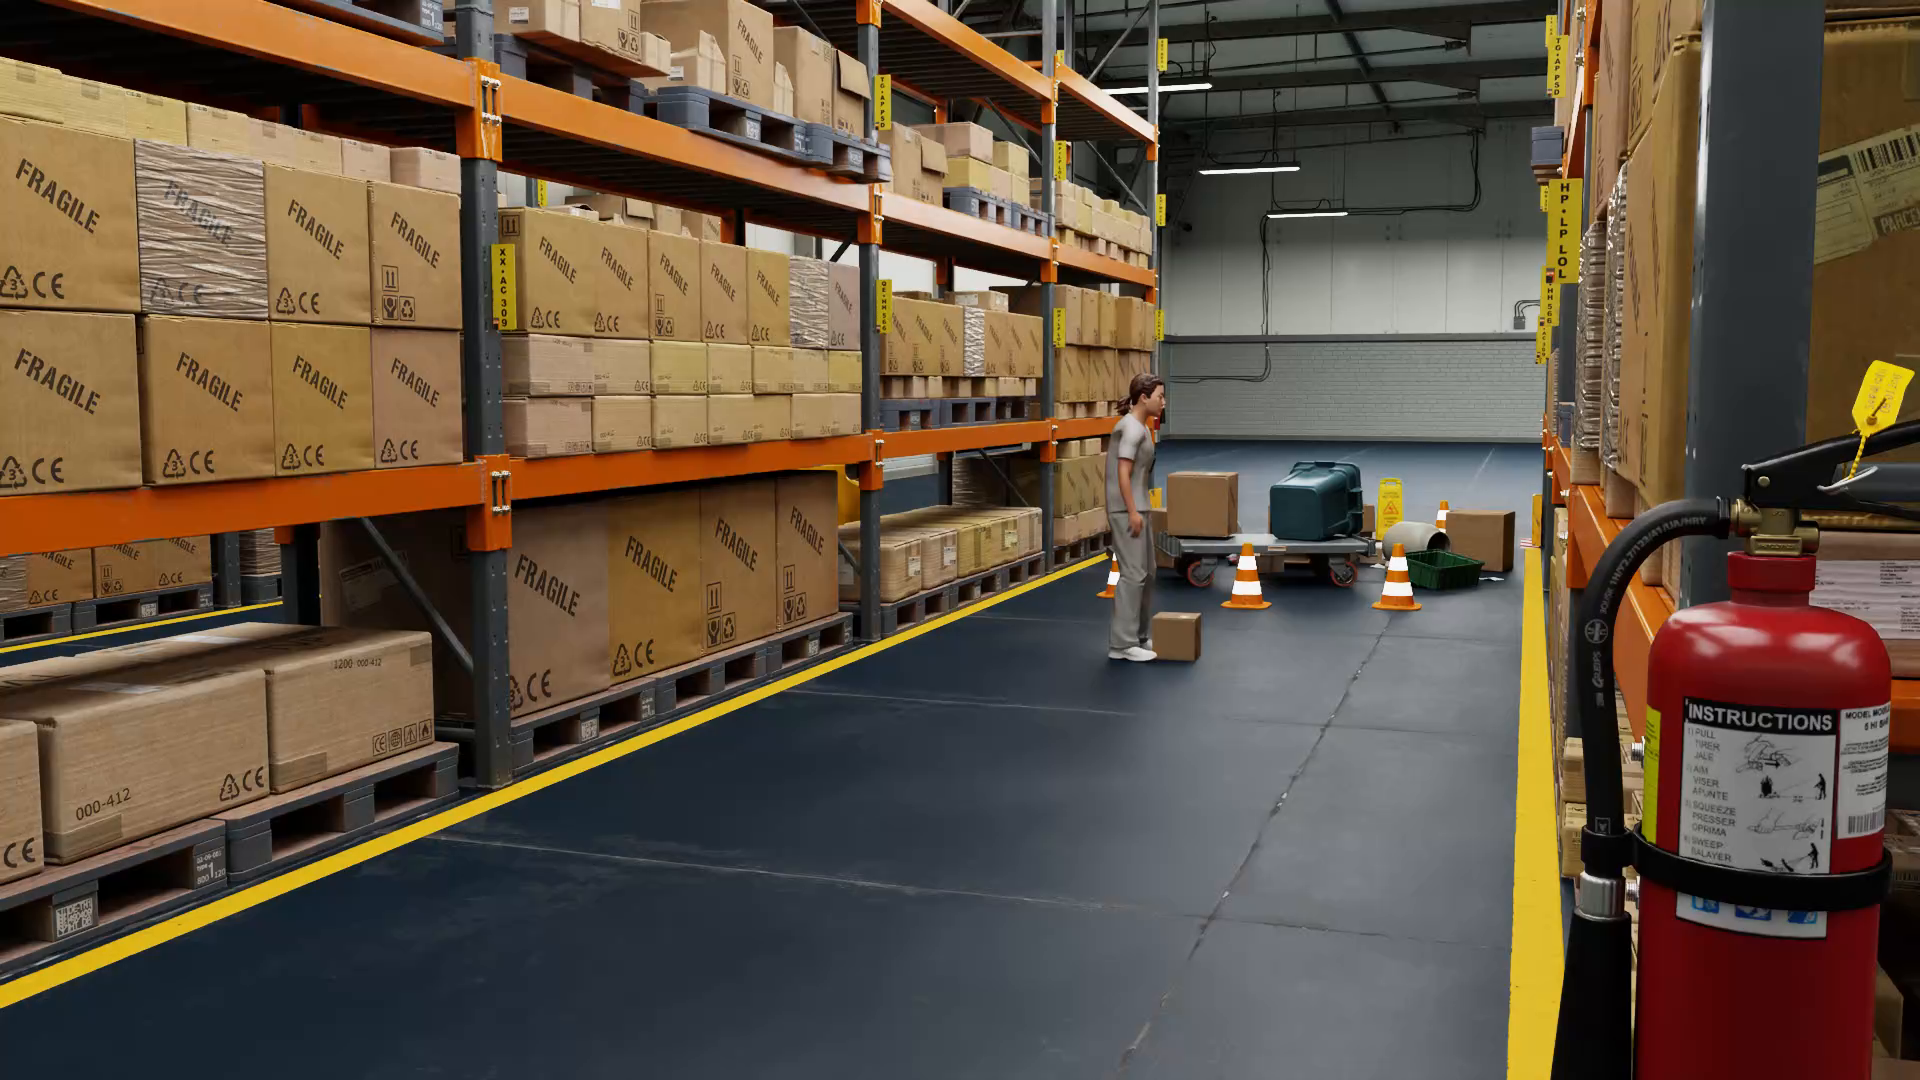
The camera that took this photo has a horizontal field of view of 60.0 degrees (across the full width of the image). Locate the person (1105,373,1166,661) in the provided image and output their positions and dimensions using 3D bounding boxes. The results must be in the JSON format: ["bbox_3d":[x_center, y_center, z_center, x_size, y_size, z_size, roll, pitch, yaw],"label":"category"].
[{"bbox_3d":[1.036,-0.147,9.799,0.360,1.671,0.508,1,5,15],"label":"person"}]
